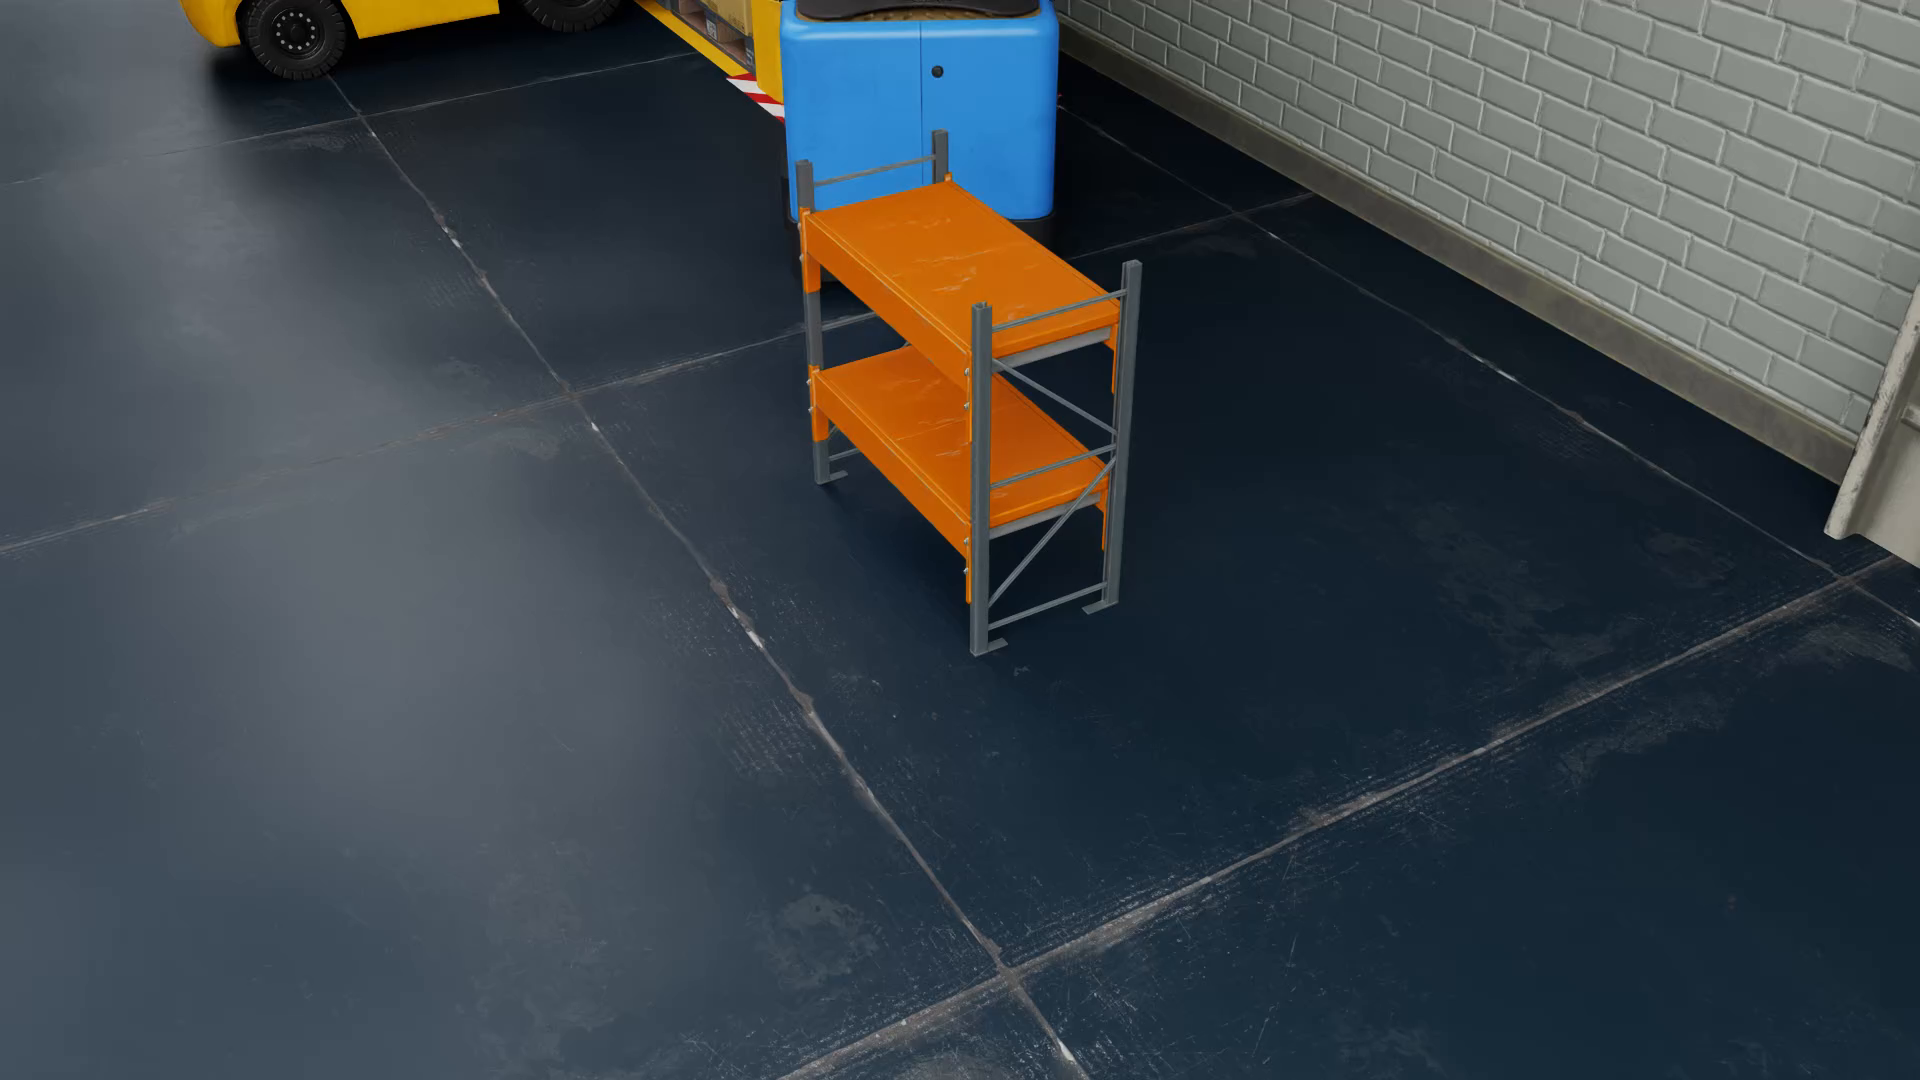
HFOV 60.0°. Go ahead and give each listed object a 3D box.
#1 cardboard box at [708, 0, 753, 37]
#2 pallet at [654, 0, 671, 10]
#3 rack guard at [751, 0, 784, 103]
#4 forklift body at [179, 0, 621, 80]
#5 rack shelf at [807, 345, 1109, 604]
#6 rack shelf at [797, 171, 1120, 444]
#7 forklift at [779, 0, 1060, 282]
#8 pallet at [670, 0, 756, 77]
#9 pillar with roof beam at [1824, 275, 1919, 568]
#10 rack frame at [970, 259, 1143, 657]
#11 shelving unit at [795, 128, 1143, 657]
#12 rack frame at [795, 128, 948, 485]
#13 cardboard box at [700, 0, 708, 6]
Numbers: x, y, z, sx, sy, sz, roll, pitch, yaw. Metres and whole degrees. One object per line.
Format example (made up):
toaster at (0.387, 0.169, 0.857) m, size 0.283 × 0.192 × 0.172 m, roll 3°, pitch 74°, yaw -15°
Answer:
cardboard box at (-0.978, -2.827, 8.553) m, size 0.500 × 0.250 × 0.500 m, roll -19°, pitch 40°, yaw -24°
pallet at (-1.499, -3.495, 9.856) m, size 1.003 × 0.211 × 1.213 m, roll -19°, pitch 40°, yaw -24°
rack guard at (-0.457, -2.600, 8.386) m, size 1.175 × 0.500 × 0.348 m, roll -19°, pitch 40°, yaw -24°
forklift body at (-2.999, -3.706, 8.500) m, size 2.313 × 2.155 × 1.214 m, roll -19°, pitch 40°, yaw -24°
rack shelf at (-0.003, -0.260, 5.067) m, size 0.538 × 0.278 × 1.000 m, roll -19°, pitch 40°, yaw -24°
rack shelf at (-0.003, -0.694, 4.750) m, size 0.538 × 0.278 × 1.000 m, roll -19°, pitch 40°, yaw -24°
forklift at (-0.227, -3.040, 6.927) m, size 1.130 × 2.935 × 3.031 m, roll -2°, pitch 36°, yaw -3°
pallet at (-0.890, -2.873, 9.005) m, size 1.003 × 0.211 × 1.213 m, roll -19°, pitch 40°, yaw -24°
pillar with roof beam at (-0.748, -2.331, 0.812) m, size 9.100 × 9.000 × 0.400 m, roll -19°, pitch 40°, yaw -24°
rack frame at (0.252, -0.198, 4.568) m, size 0.500 × 1.125 × 0.032 m, roll -19°, pitch 40°, yaw -24°
shelving unit at (-0.003, -0.458, 4.923) m, size 0.538 × 1.125 × 1.048 m, roll -19°, pitch 40°, yaw -24°
rack frame at (-0.259, -0.717, 5.278) m, size 0.500 × 1.125 × 0.032 m, roll -19°, pitch 40°, yaw -24°
cardboard box at (-1.220, -3.084, 8.904) m, size 0.500 × 0.250 × 0.500 m, roll -19°, pitch 40°, yaw -24°
